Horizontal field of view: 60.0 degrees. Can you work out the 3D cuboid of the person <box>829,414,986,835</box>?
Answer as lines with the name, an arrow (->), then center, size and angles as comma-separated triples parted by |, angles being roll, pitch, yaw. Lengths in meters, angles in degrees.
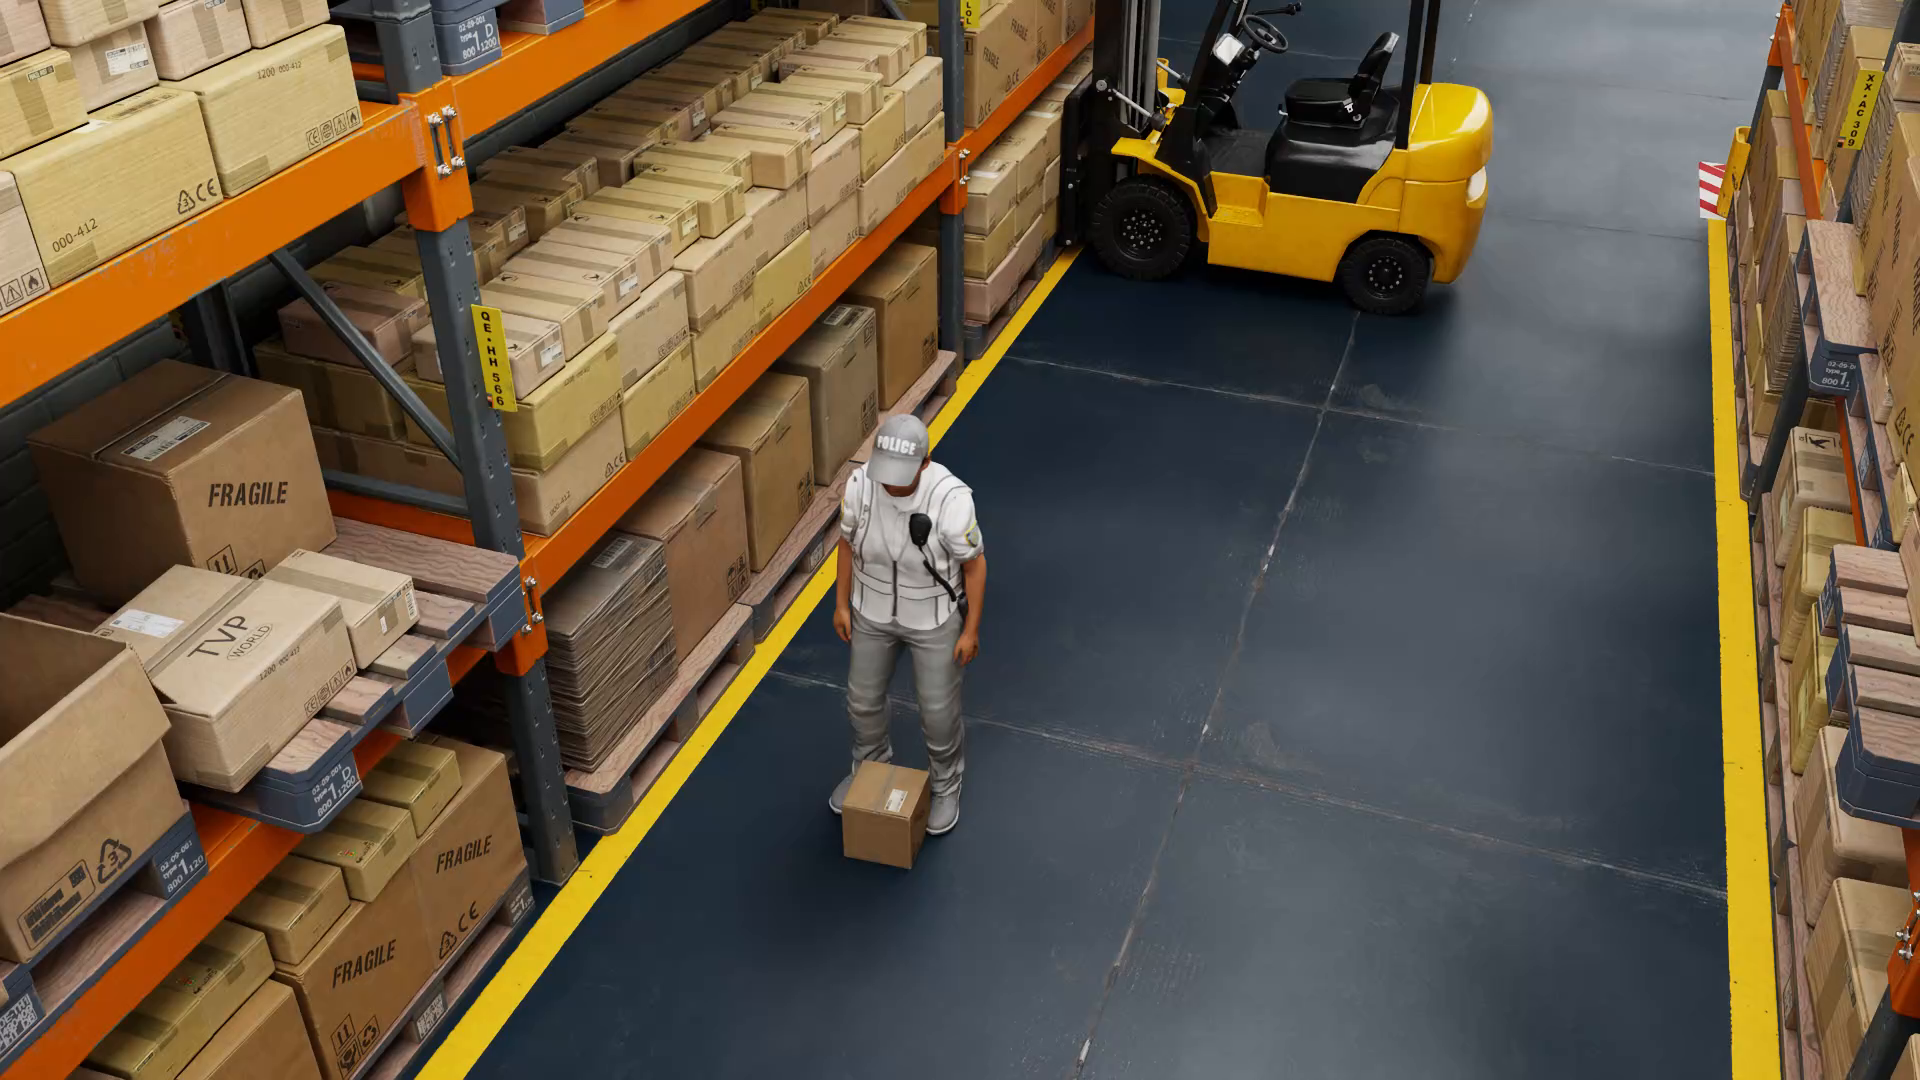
person -> -0.192, 0.277, 5.716 | 0.550, 1.666, 0.473 | 11, 35, 16
